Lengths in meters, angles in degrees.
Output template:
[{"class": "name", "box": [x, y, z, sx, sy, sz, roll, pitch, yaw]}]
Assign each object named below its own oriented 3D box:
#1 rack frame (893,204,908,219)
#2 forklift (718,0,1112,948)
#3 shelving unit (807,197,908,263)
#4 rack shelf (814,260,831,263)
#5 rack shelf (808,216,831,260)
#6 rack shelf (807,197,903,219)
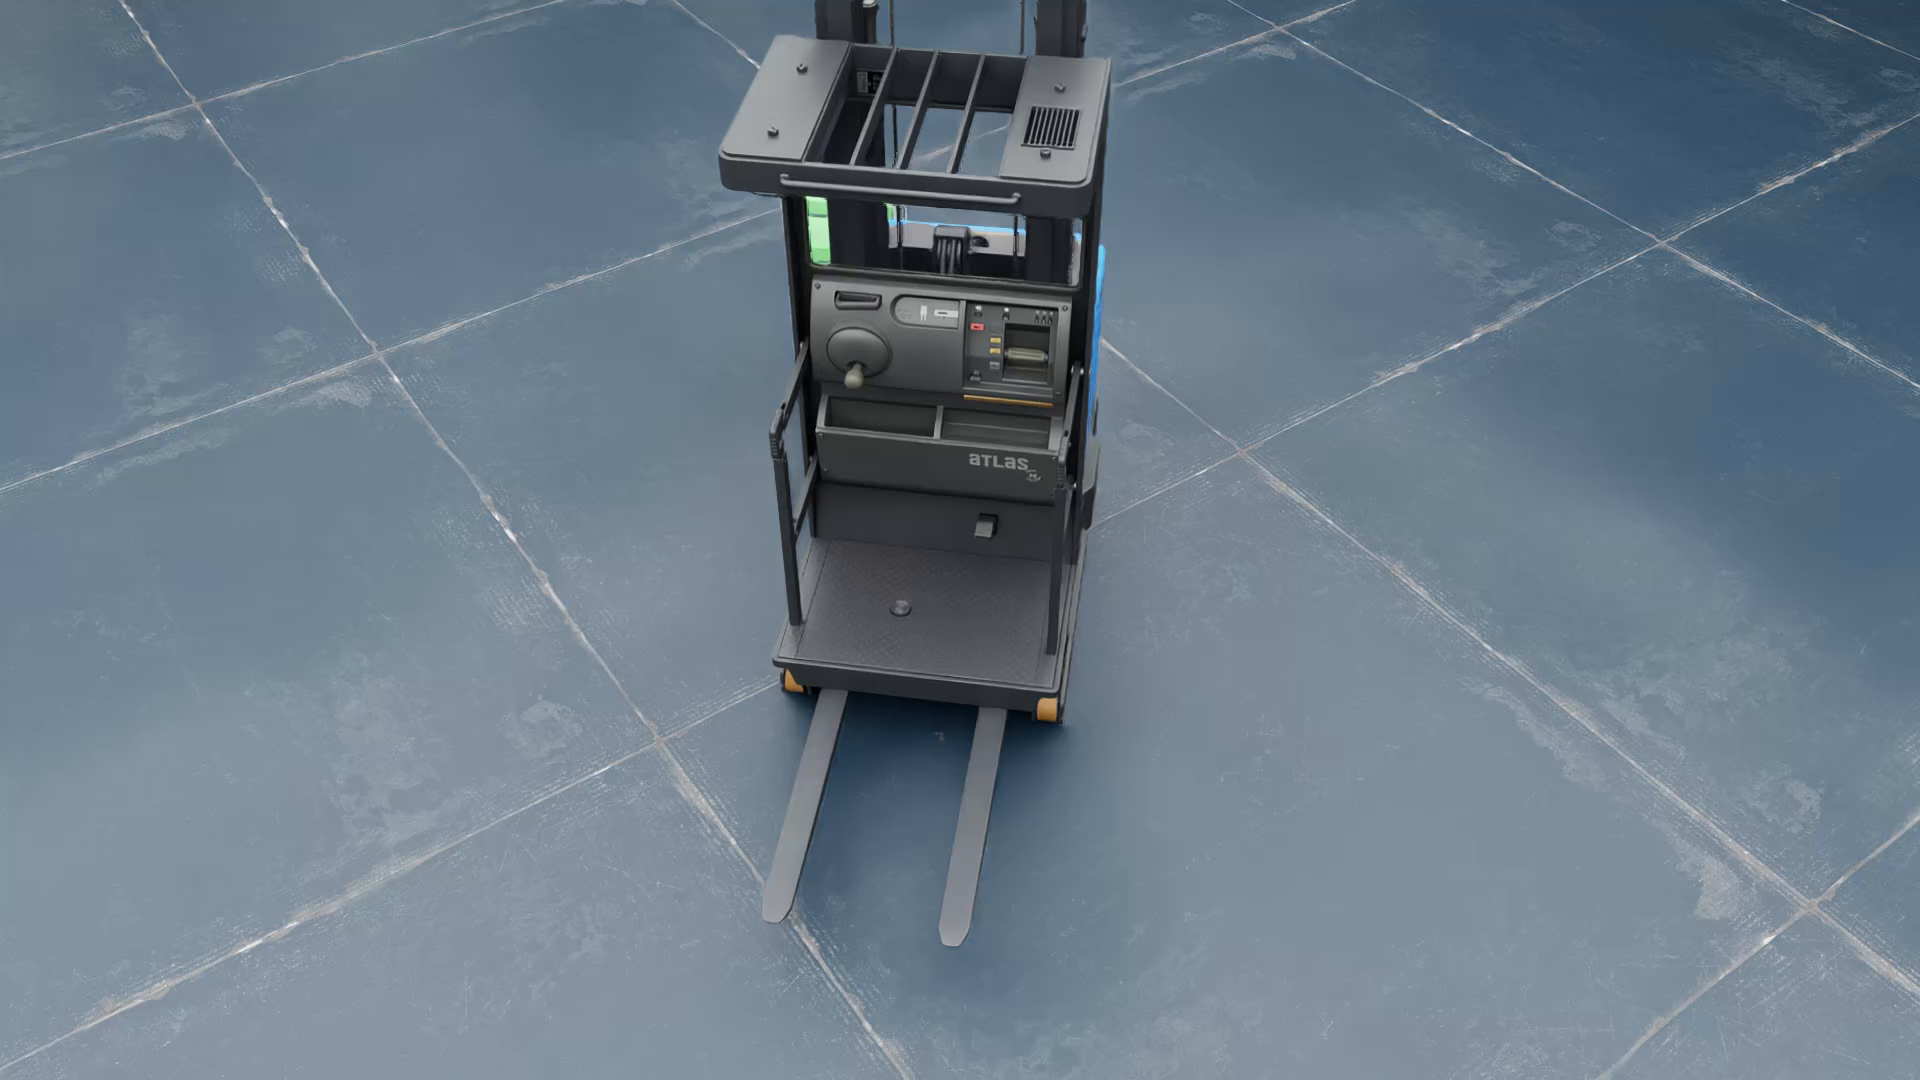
[{"class": "rack frame", "box": [-0.263, -1.170, 7.597, 0.015, 1.200, 0.240, 7, 44, 7]}, {"class": "forklift", "box": [-0.103, -0.619, 5.767, 1.130, 2.935, 3.031, 6, 44, 6]}, {"class": "shelving unit", "box": [-0.504, -1.197, 7.626, 0.503, 1.200, 0.258, 7, 44, 7]}, {"class": "rack shelf", "box": [-0.504, -1.151, 7.670, 0.480, 0.148, 0.258, 7, 44, 7]}, {"class": "rack shelf", "box": [-0.504, -1.325, 7.505, 0.480, 0.148, 0.258, 7, 44, 7]}, {"class": "rack shelf", "box": [-0.504, -1.498, 7.339, 0.480, 0.148, 0.258, 7, 44, 7]}]
